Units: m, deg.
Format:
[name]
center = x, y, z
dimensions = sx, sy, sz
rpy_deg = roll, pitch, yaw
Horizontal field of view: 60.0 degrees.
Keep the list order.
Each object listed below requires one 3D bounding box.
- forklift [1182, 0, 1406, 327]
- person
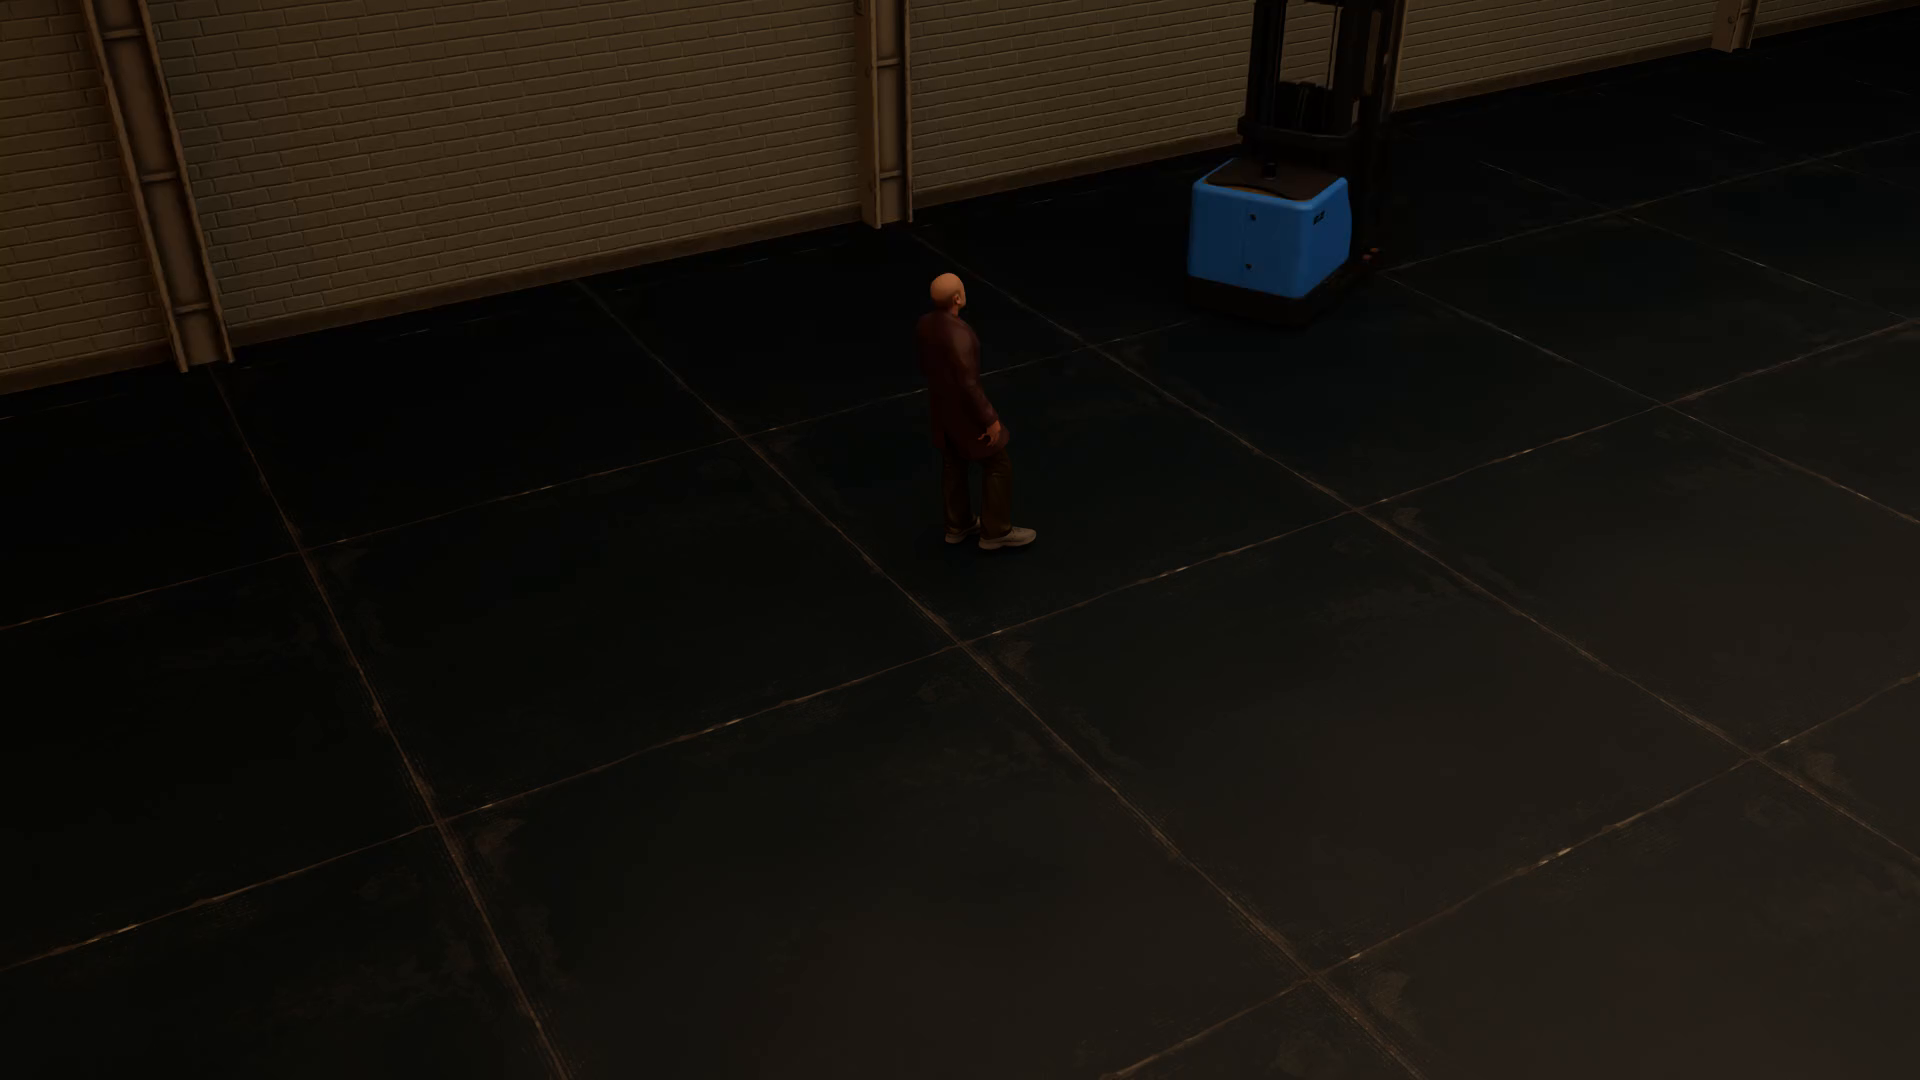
[forklift]
center = 3.031, -3.666, 13.769
dimensions = 1.130, 2.935, 3.031
rpy_deg = 18, 35, 27
[person]
center = 0.081, -0.791, 10.076
dimensions = 0.583, 1.775, 0.696
rpy_deg = -17, 35, -26
